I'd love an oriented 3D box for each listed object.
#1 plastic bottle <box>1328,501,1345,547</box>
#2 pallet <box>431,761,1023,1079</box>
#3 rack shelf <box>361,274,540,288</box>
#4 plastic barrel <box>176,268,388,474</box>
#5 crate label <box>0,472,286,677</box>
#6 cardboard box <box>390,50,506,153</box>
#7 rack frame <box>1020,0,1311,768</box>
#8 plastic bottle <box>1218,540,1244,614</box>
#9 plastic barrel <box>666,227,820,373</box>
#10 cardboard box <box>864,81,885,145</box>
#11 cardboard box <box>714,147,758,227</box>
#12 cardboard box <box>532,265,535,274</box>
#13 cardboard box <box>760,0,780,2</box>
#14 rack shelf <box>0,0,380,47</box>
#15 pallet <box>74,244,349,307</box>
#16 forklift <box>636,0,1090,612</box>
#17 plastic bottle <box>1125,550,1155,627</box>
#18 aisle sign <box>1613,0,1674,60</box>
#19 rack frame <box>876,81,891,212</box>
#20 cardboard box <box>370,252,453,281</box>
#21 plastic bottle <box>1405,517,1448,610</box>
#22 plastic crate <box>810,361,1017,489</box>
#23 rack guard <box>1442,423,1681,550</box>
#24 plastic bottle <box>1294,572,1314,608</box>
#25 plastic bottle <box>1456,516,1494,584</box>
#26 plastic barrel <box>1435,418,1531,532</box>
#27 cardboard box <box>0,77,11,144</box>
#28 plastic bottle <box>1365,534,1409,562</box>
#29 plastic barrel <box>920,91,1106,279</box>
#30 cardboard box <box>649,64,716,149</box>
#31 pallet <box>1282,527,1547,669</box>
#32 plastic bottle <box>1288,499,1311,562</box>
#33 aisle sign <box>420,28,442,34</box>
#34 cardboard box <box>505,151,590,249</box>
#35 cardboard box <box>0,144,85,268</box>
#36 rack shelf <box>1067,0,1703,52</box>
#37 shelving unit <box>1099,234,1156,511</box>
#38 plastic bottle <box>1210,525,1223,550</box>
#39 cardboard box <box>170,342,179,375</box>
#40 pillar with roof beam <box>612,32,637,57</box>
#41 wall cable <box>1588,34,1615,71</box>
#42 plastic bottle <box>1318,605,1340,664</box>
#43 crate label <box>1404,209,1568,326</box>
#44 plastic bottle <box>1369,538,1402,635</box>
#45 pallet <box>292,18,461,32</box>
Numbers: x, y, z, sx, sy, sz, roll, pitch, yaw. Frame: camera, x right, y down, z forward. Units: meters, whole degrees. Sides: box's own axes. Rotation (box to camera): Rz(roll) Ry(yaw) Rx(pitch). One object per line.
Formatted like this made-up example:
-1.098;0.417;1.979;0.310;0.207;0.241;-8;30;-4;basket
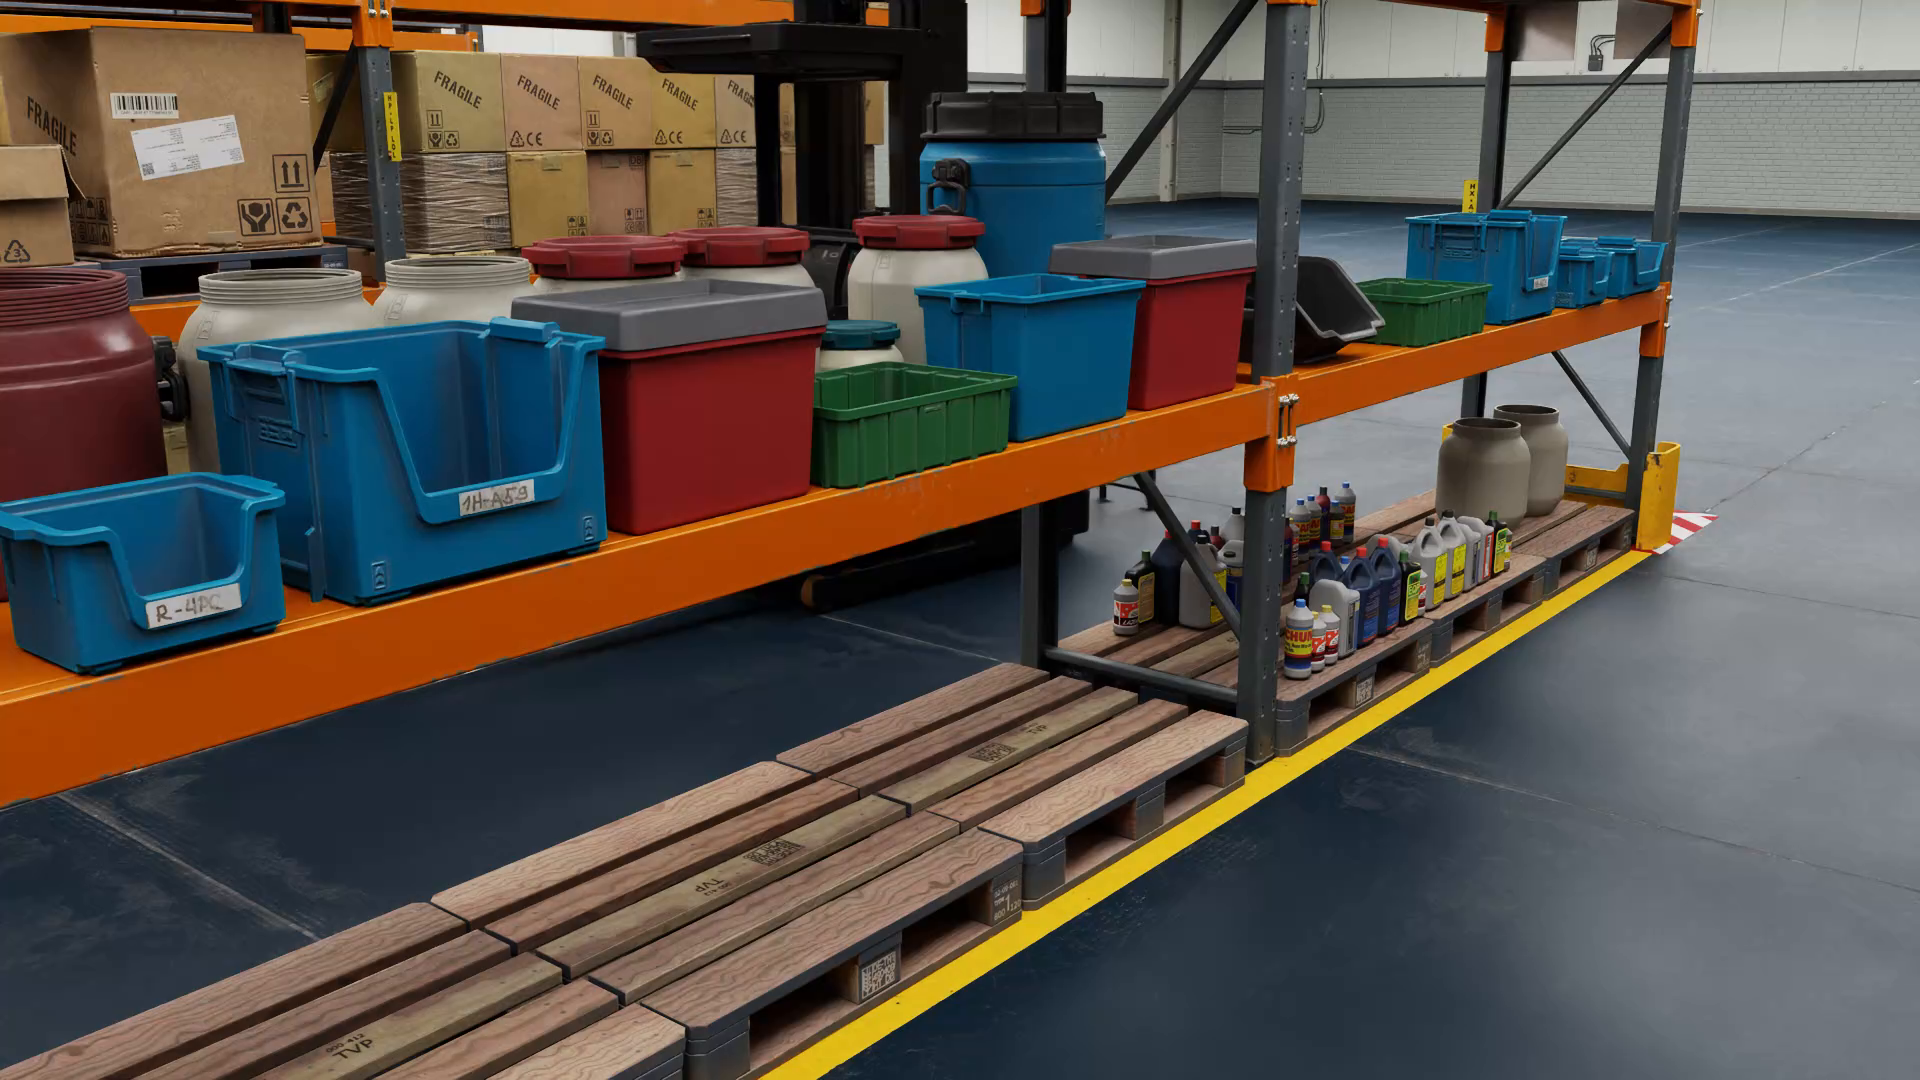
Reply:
1.715;-0.079;7.631;0.097;0.201;0.097;0;14;0;plastic bottle
-0.582;0.968;4.384;1.003;0.211;1.213;11;18;38;pallet
-1.947;-1.575;10.193;1.077;0.370;4.000;11;18;38;rack shelf
-1.386;-0.293;3.456;0.421;0.512;0.421;0;14;0;plastic barrel
-1.310;0.050;2.674;0.303;0.233;0.416;11;18;38;crate label
-2.724;-2.265;8.609;0.500;0.500;0.500;11;18;38;cardboard box
0.648;-0.775;5.580;1.000;3.000;0.127;11;18;38;rack frame
1.080;0.146;6.595;0.152;0.276;0.135;11;18;38;plastic bottle
-0.585;-0.551;4.422;0.433;0.535;0.433;0;14;0;plastic barrel
-0.844;-2.841;10.875;0.500;0.500;0.500;11;18;38;cardboard box
-1.626;-2.195;10.365;0.875;0.500;0.500;11;18;38;cardboard box
-2.383;-1.561;9.187;0.380;0.149;0.250;11;18;38;cardboard box
-1.436;-3.364;9.984;0.500;0.250;0.500;12;18;39;cardboard box
-4.461;-2.263;6.809;1.077;0.370;4.000;11;18;38;rack shelf
-3.798;-1.324;8.133;1.003;0.211;1.213;11;18;38;pallet
-0.757;-1.246;7.576;3.031;2.935;1.130;-13;19;-41;forklift
0.694;0.186;6.424;0.061;0.283;0.133;12;19;40;plastic bottle
3.438;-2.768;8.148;0.394;0.787;0.004;11;18;38;aisle sign
-0.690;-2.307;11.612;1.000;3.000;0.127;11;18;38;rack frame
-2.835;-1.414;8.607;0.380;0.149;0.250;11;18;38;cardboard box
1.864;0.088;6.670;0.144;0.351;0.185;11;18;37;plastic bottle
-0.227;-0.295;4.121;0.450;0.188;0.662;11;18;38;plastic crate
3.151;-0.307;8.817;1.175;0.500;0.348;11;18;38;rack guard
1.288;0.253;6.158;0.061;0.283;0.133;11;18;38;plastic bottle
2.169;0.030;7.052;0.152;0.276;0.135;11;18;38;plastic bottle
2.493;-0.305;7.929;0.421;0.512;0.421;0;14;0;plastic barrel
-6.740;-2.989;11.800;0.875;0.550;0.550;11;18;38;cardboard box
1.733;0.106;6.751;0.152;0.276;0.135;11;18;38;plastic bottle
0.169;-0.990;5.411;0.600;0.901;0.708;11;18;38;plastic barrel
-1.791;-2.554;9.747;0.500;0.500;0.500;11;18;38;cardboard box
1.869;0.220;7.328;1.003;0.211;1.213;11;18;38;pallet
1.502;-0.048;7.366;0.097;0.271;0.097;0;14;0;plastic bottle
-4.674;-4.414;14.626;0.394;0.787;0.004;11;18;38;aisle sign
-2.532;-1.901;9.205;0.875;0.500;0.500;11;18;38;cardboard box
-4.222;-1.448;7.169;0.797;0.503;0.637;14;20;43;cardboard box
1.905;-2.263;6.807;1.077;0.370;4.000;11;18;38;rack shelf
0.675;-0.865;8.980;0.755;1.500;0.431;-13;19;-41;shelving unit
1.019;0.086;6.814;0.061;0.283;0.133;13;19;41;plastic bottle
-5.986;-1.785;13.018;0.875;0.875;0.875;11;18;38;cardboard box
-2.510;-9.154;26.379;9.100;9.000;0.400;11;18;38;pillar with roof beam
15.709;-13.803;37.773;2.305;6.003;0.169;11;18;38;wall cable
1.317;0.336;5.997;0.097;0.201;0.097;0;14;0;plastic bottle
2.216;-1.163;7.039;0.502;0.435;0.616;11;18;38;crate label
1.597;0.170;6.350;0.144;0.351;0.185;10;18;35;plastic bottle
-4.943;-4.361;13.786;1.003;0.211;1.213;11;18;38;pallet
